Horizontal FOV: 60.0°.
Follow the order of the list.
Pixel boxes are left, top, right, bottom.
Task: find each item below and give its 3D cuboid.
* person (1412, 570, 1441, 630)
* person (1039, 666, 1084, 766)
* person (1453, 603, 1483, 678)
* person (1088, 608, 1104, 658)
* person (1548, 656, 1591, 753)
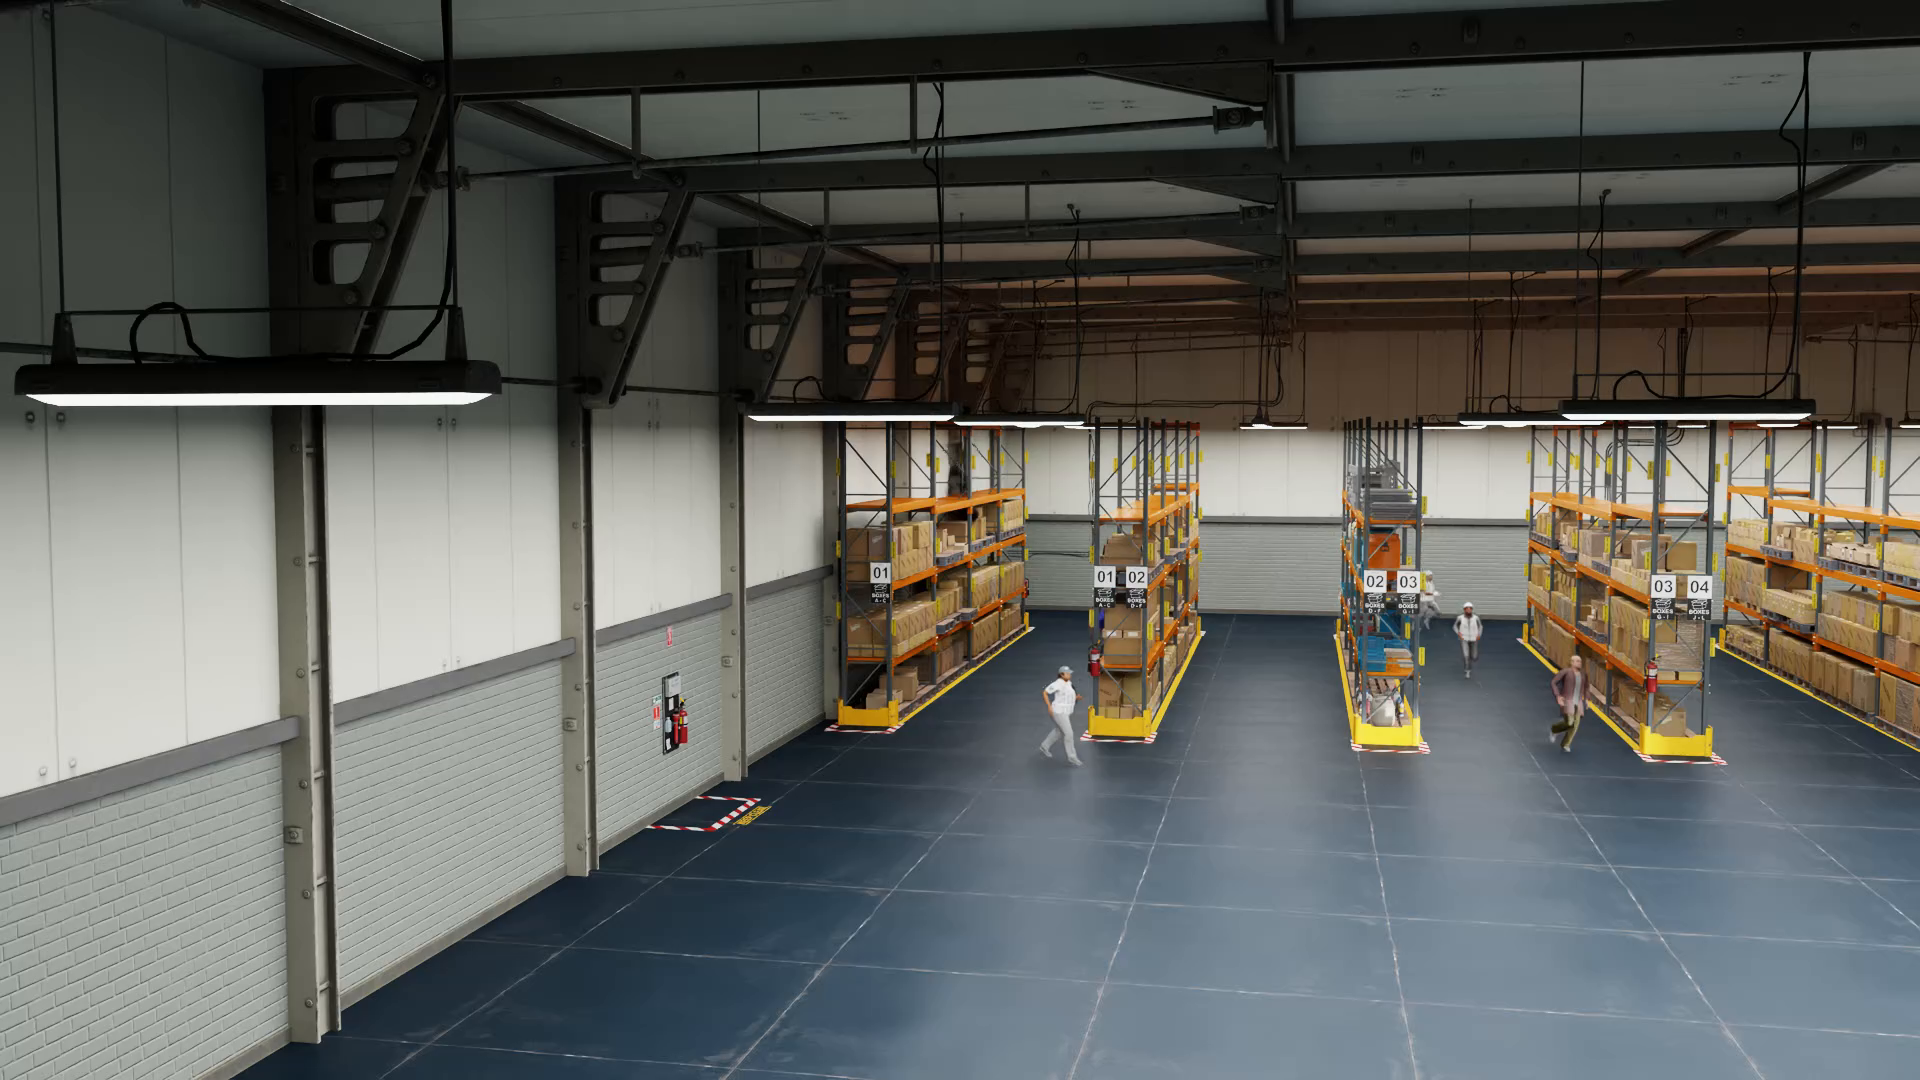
[{"bbox_3d":[13.436,1.731,47.709,0.840,1.730,0.704,3,5,39],"label":"person"},{"bbox_3d":[1.742,3.010,28.710,0.908,1.690,0.592,2,4,29],"label":"person"},{"bbox_3d":[11.940,2.342,39.108,0.677,1.740,0.680,0,4,6],"label":"person"},{"bbox_3d":[3.352,2.301,40.226,0.560,1.621,0.574,1,4,10],"label":"person"},{"bbox_3d":[11.017,2.929,29.895,0.753,1.701,0.684,-1,4,-11],"label":"person"}]
